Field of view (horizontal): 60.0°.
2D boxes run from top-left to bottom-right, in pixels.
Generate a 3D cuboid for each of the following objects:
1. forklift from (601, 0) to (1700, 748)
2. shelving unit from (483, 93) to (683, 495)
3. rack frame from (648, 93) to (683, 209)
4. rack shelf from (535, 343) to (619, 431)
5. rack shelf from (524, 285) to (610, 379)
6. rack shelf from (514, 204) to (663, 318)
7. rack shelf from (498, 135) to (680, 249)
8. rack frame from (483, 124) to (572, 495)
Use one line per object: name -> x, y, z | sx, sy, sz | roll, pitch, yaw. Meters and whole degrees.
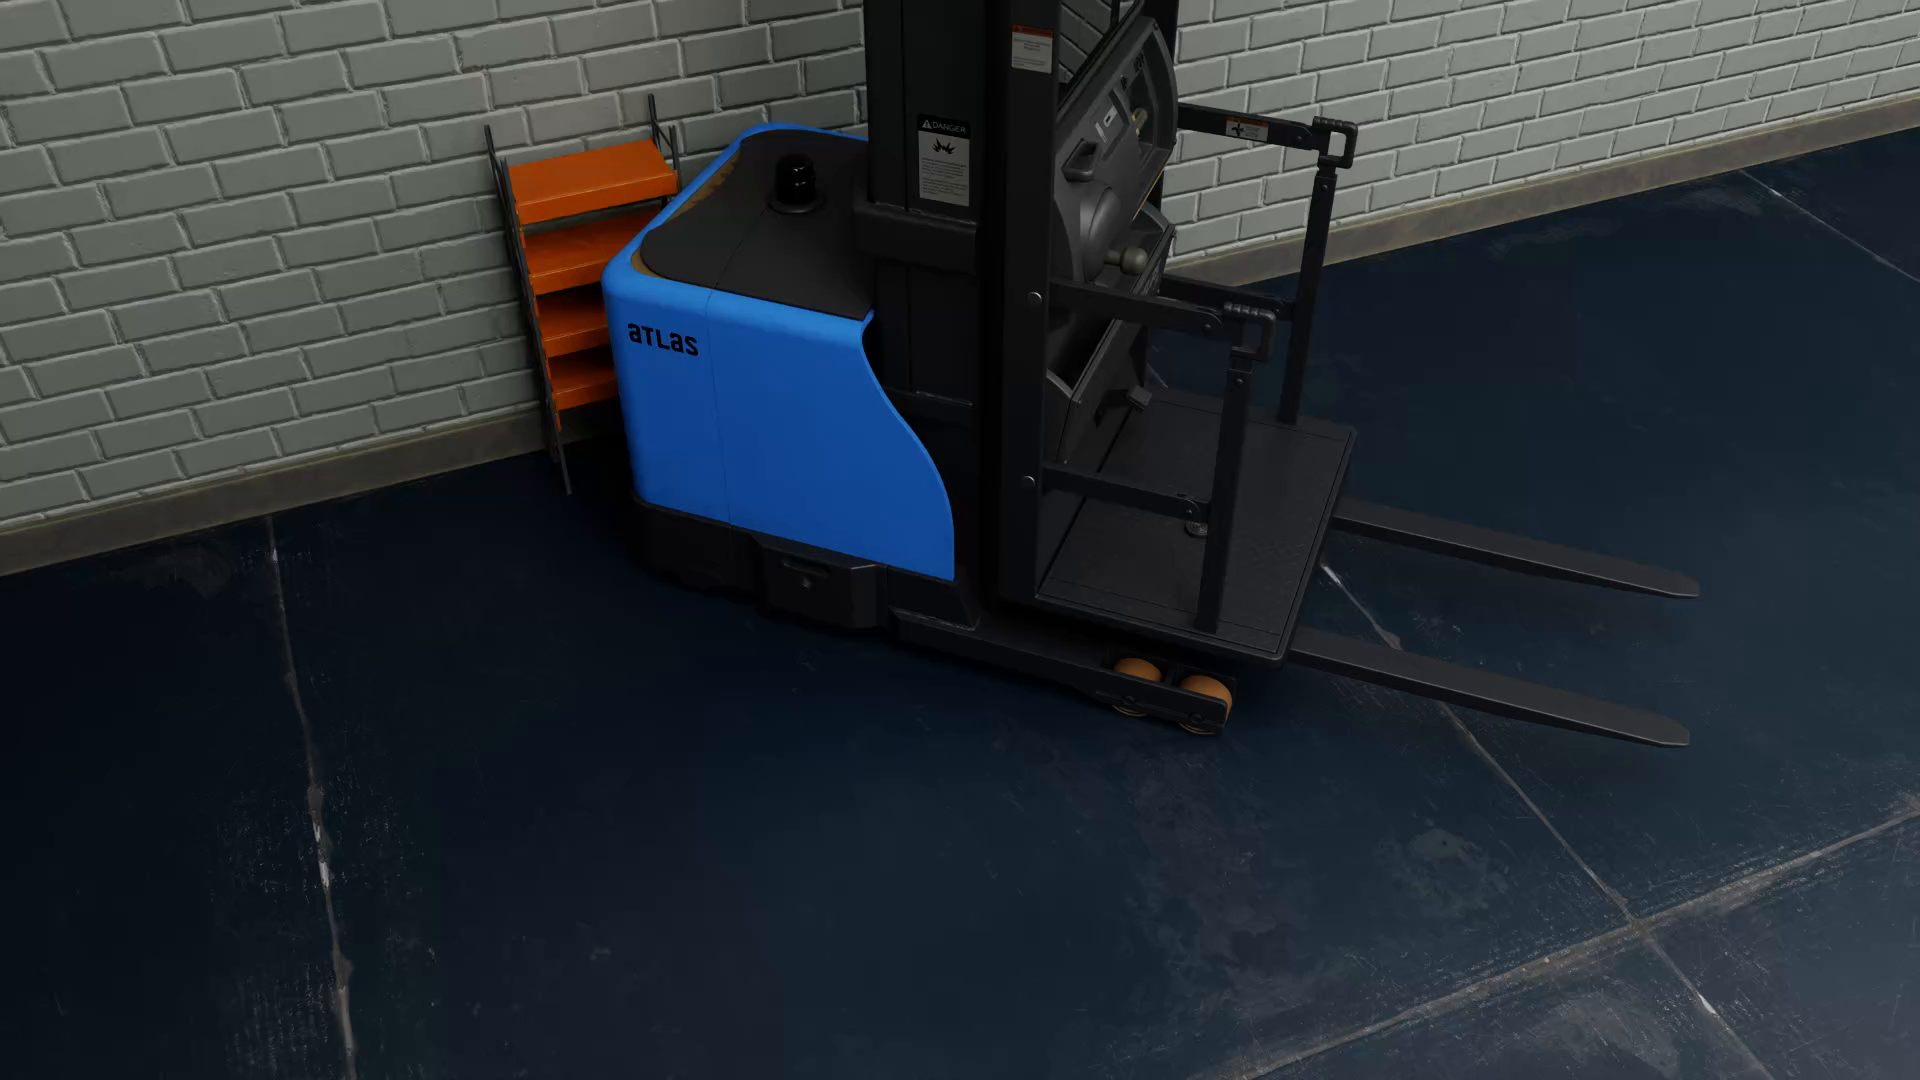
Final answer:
forklift -> 0.585, -0.966, 4.125 | 3.031, 2.935, 1.130 | 14, 43, 16
shelving unit -> -1.098, -0.739, 5.189 | 0.503, 1.200, 0.258 | -16, 43, -18
rack frame -> -0.876, -0.804, 5.265 | 0.015, 1.200, 0.240 | -16, 43, -18
rack shelf -> -1.098, -0.537, 5.362 | 0.480, 0.148, 0.258 | -16, 43, -18
rack shelf -> -1.098, -0.688, 5.233 | 0.480, 0.148, 0.258 | -16, 43, -18
rack shelf -> -1.098, -0.857, 5.087 | 0.480, 0.148, 0.258 | -16, 43, -18
rack shelf -> -1.098, -1.037, 4.933 | 0.480, 0.148, 0.258 | -16, 43, -18
rack frame -> -1.321, -0.674, 5.113 | 0.015, 1.200, 0.240 | -16, 43, -18
